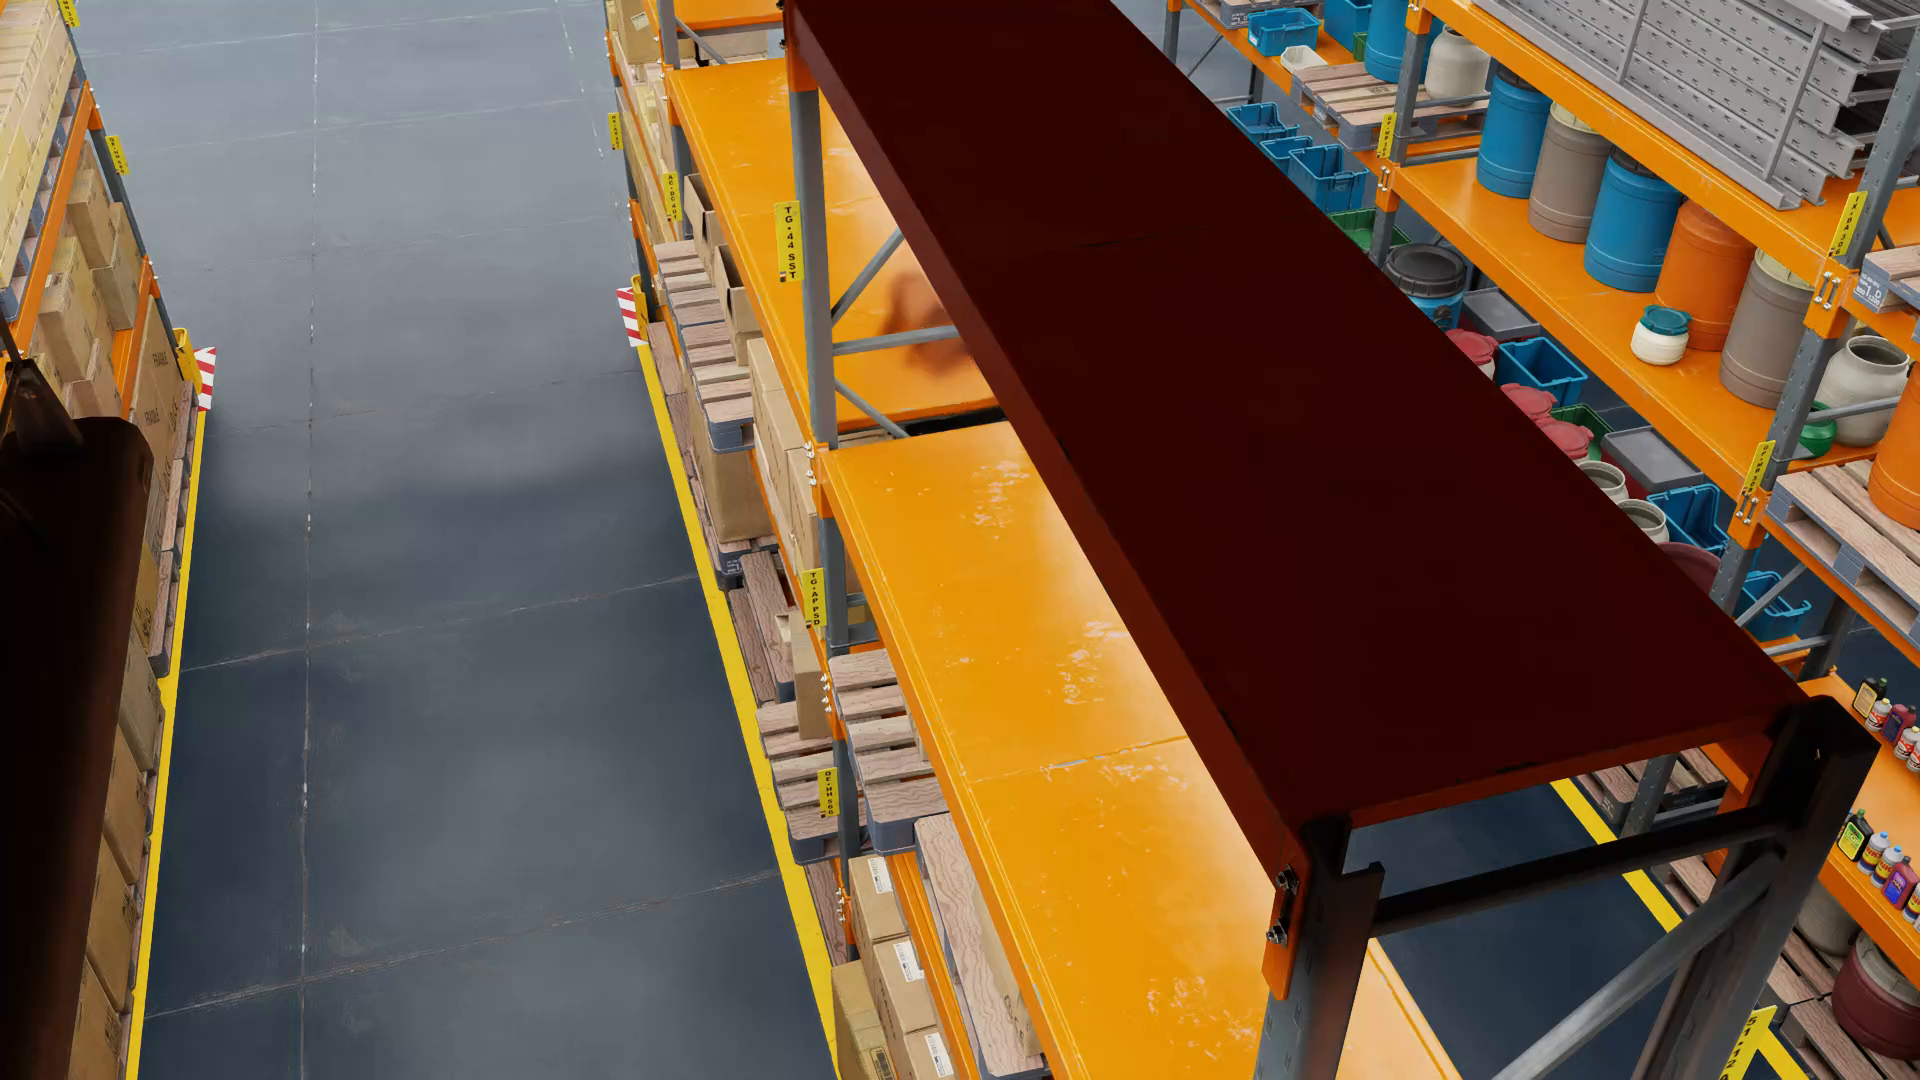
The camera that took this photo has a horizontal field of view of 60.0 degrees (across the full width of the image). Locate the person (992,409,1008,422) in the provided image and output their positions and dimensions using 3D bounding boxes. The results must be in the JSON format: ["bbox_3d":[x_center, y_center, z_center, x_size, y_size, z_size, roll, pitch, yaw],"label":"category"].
[{"bbox_3d":[0.239,-0.460,11.954,0.691,1.719,0.590,-17,41,-20],"label":"person"}]
